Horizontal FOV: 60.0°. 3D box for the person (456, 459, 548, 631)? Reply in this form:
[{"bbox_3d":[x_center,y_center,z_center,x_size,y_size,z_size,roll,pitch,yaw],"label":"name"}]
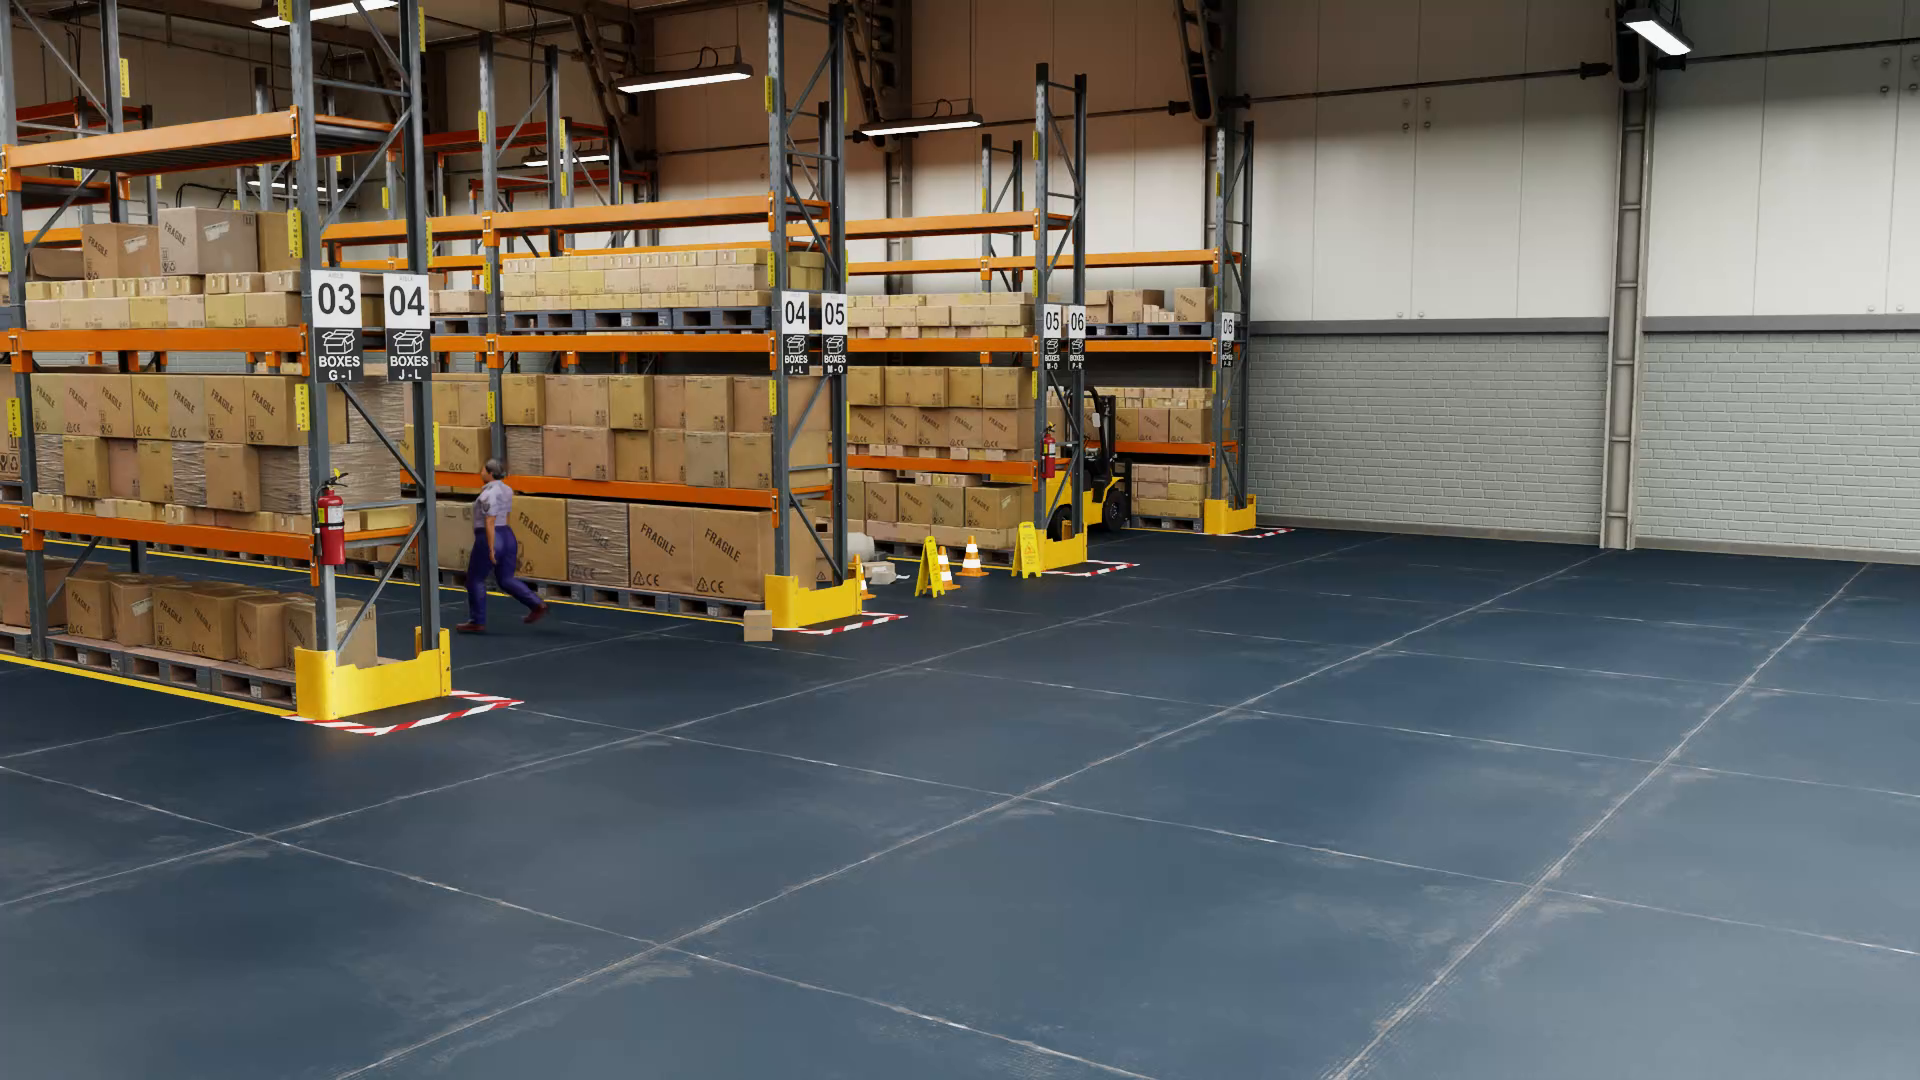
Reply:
[{"bbox_3d":[-4.321,0.045,15.581,0.853,1.617,0.474,2,7,16],"label":"person"}]
